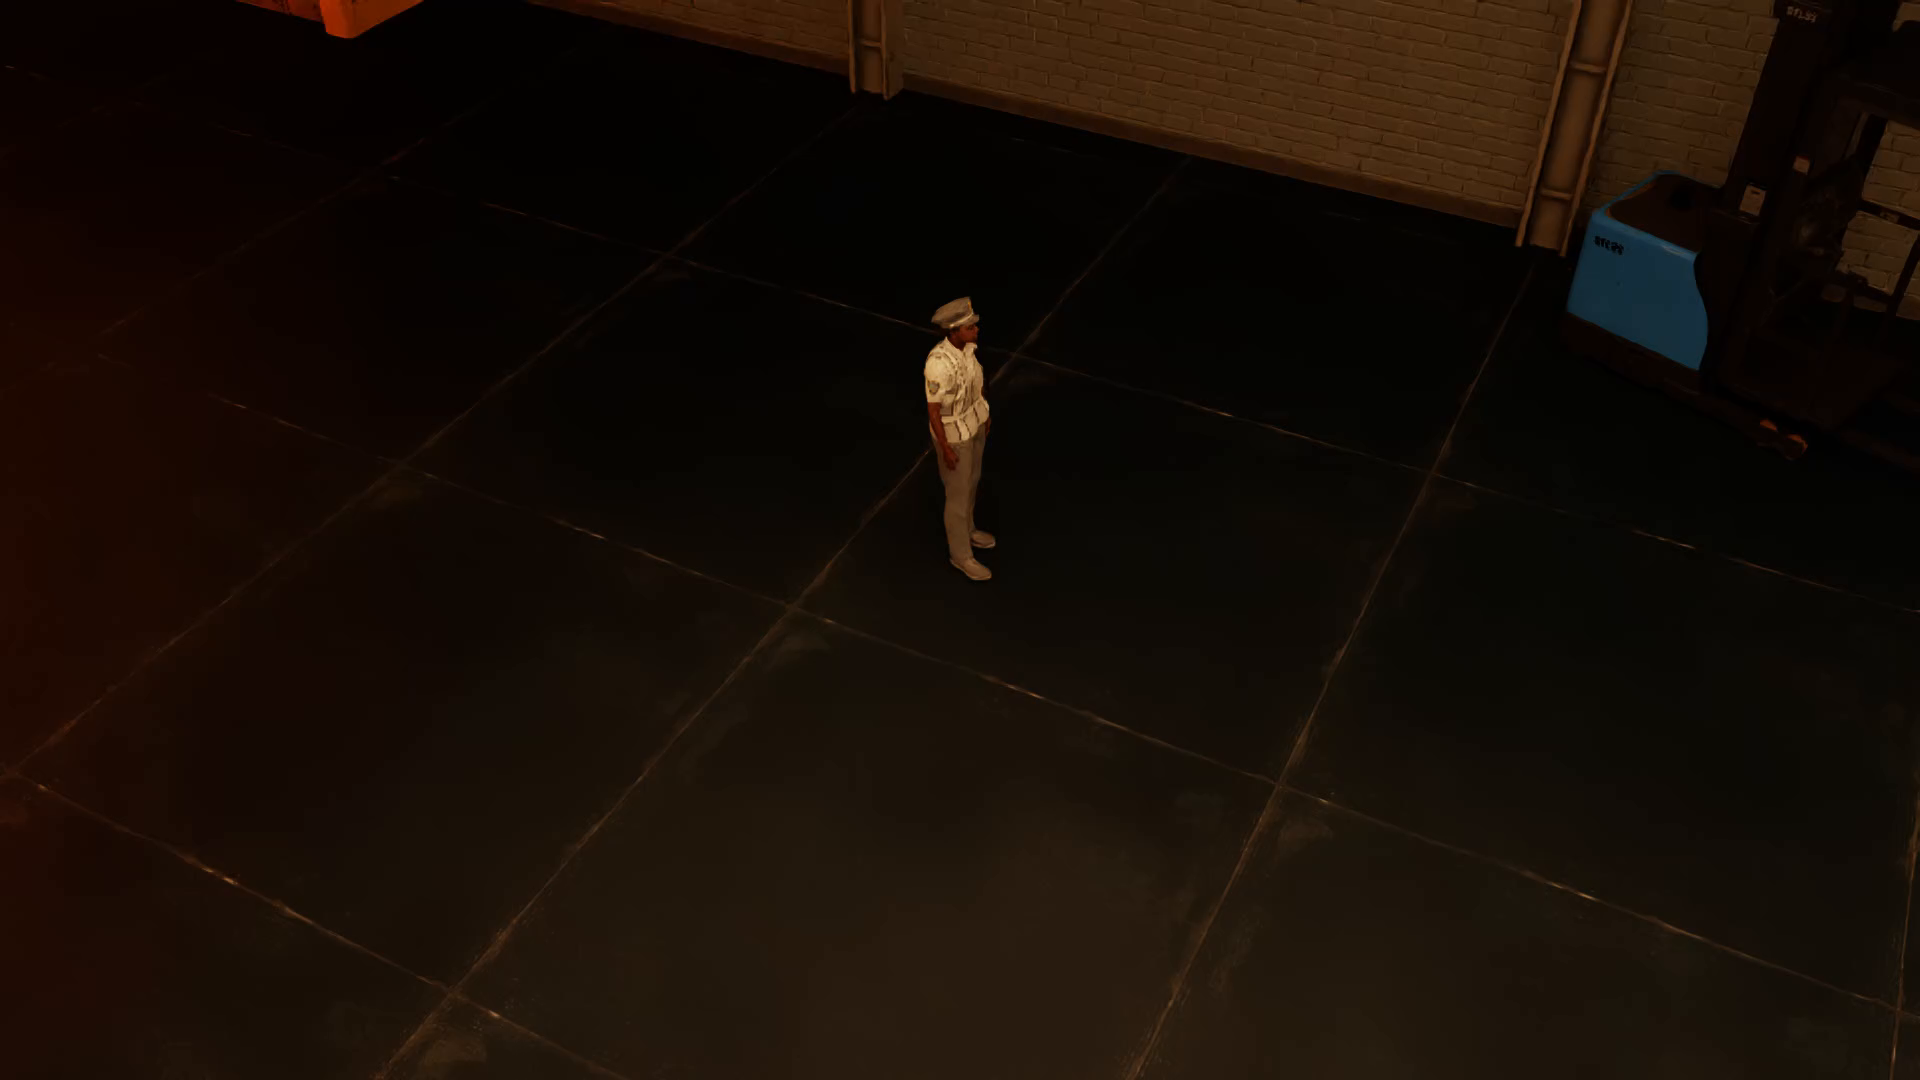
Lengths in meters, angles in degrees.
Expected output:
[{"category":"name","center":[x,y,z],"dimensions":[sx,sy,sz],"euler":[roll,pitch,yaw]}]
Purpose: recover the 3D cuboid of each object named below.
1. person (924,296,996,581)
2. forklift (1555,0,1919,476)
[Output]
[{"category":"person","center":[0.058,-0.621,9.671],"dimensions":[0.529,1.695,0.570],"euler":[18,43,21]},{"category":"forklift","center":[5.616,-2.023,10.388],"dimensions":[1.130,2.935,3.031],"euler":[-31,49,-31]}]
